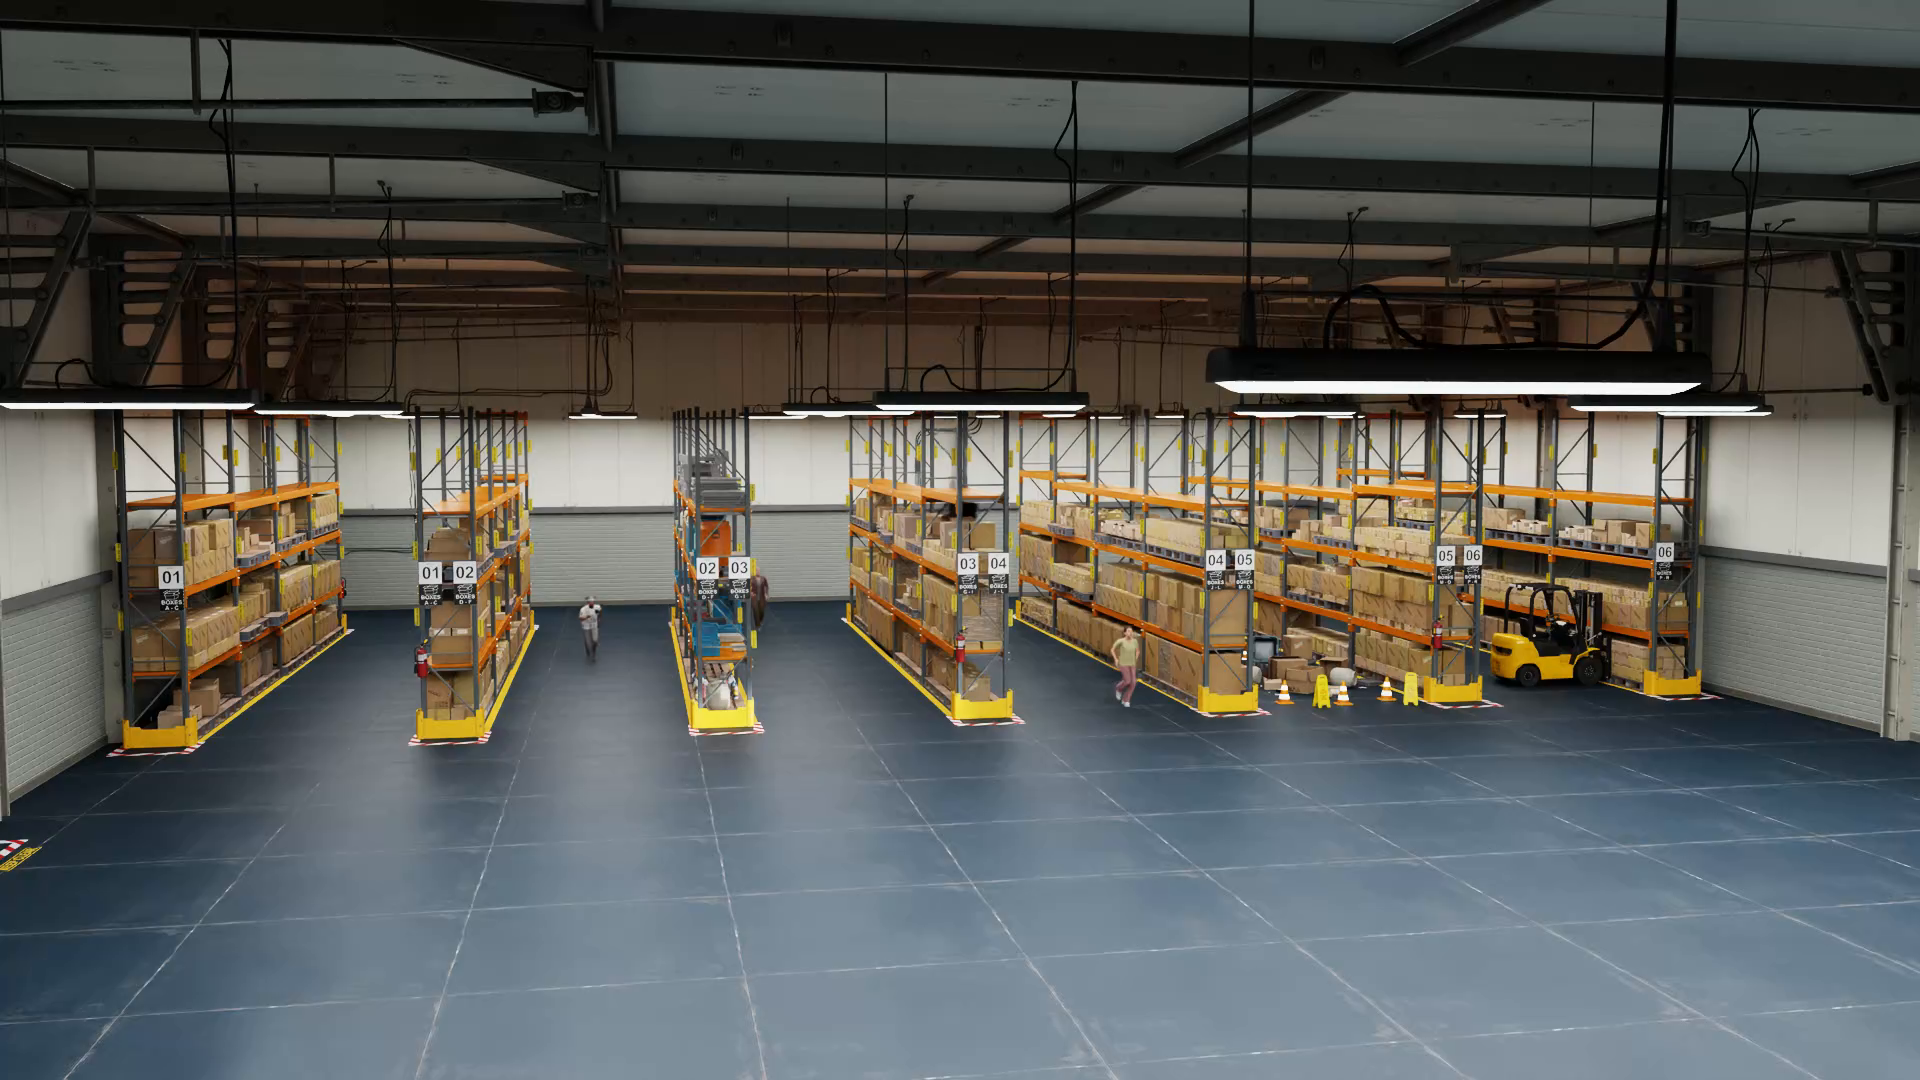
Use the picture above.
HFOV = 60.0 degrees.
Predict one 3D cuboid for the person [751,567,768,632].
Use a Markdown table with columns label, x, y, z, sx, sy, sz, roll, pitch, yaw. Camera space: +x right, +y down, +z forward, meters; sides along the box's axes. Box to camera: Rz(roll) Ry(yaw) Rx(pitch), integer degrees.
| label | x | y | z | sx | sy | sz | roll | pitch | yaw |
| --- | --- | --- | --- | --- | --- | --- | --- | --- | --- |
| person | -5.557 | 1.623 | 45.531 | 0.699 | 1.749 | 0.679 | -1 | 4 | -20 |

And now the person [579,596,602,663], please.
| label | x | y | z | sx | sy | sz | roll | pitch | yaw |
| --- | --- | --- | --- | --- | --- | --- | --- | --- | --- |
| person | -8.724 | 2.098 | 39.309 | 0.558 | 1.623 | 0.868 | -1 | 4 | -16 |

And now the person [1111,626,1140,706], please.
| label | x | y | z | sx | sy | sz | roll | pitch | yaw |
| --- | --- | --- | --- | --- | --- | --- | --- | --- | --- |
| person | 3.375 | 2.535 | 33.542 | 0.586 | 1.628 | 0.560 | -2 | 4 | -22 |

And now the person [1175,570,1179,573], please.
| label | x | y | z | sx | sy | sz | roll | pitch | yaw |
| --- | --- | --- | --- | --- | --- | --- | --- | --- | --- |
| person | 6.718 | 1.241 | 51.007 | 0.537 | 1.699 | 0.764 | 1 | 4 | 19 |
